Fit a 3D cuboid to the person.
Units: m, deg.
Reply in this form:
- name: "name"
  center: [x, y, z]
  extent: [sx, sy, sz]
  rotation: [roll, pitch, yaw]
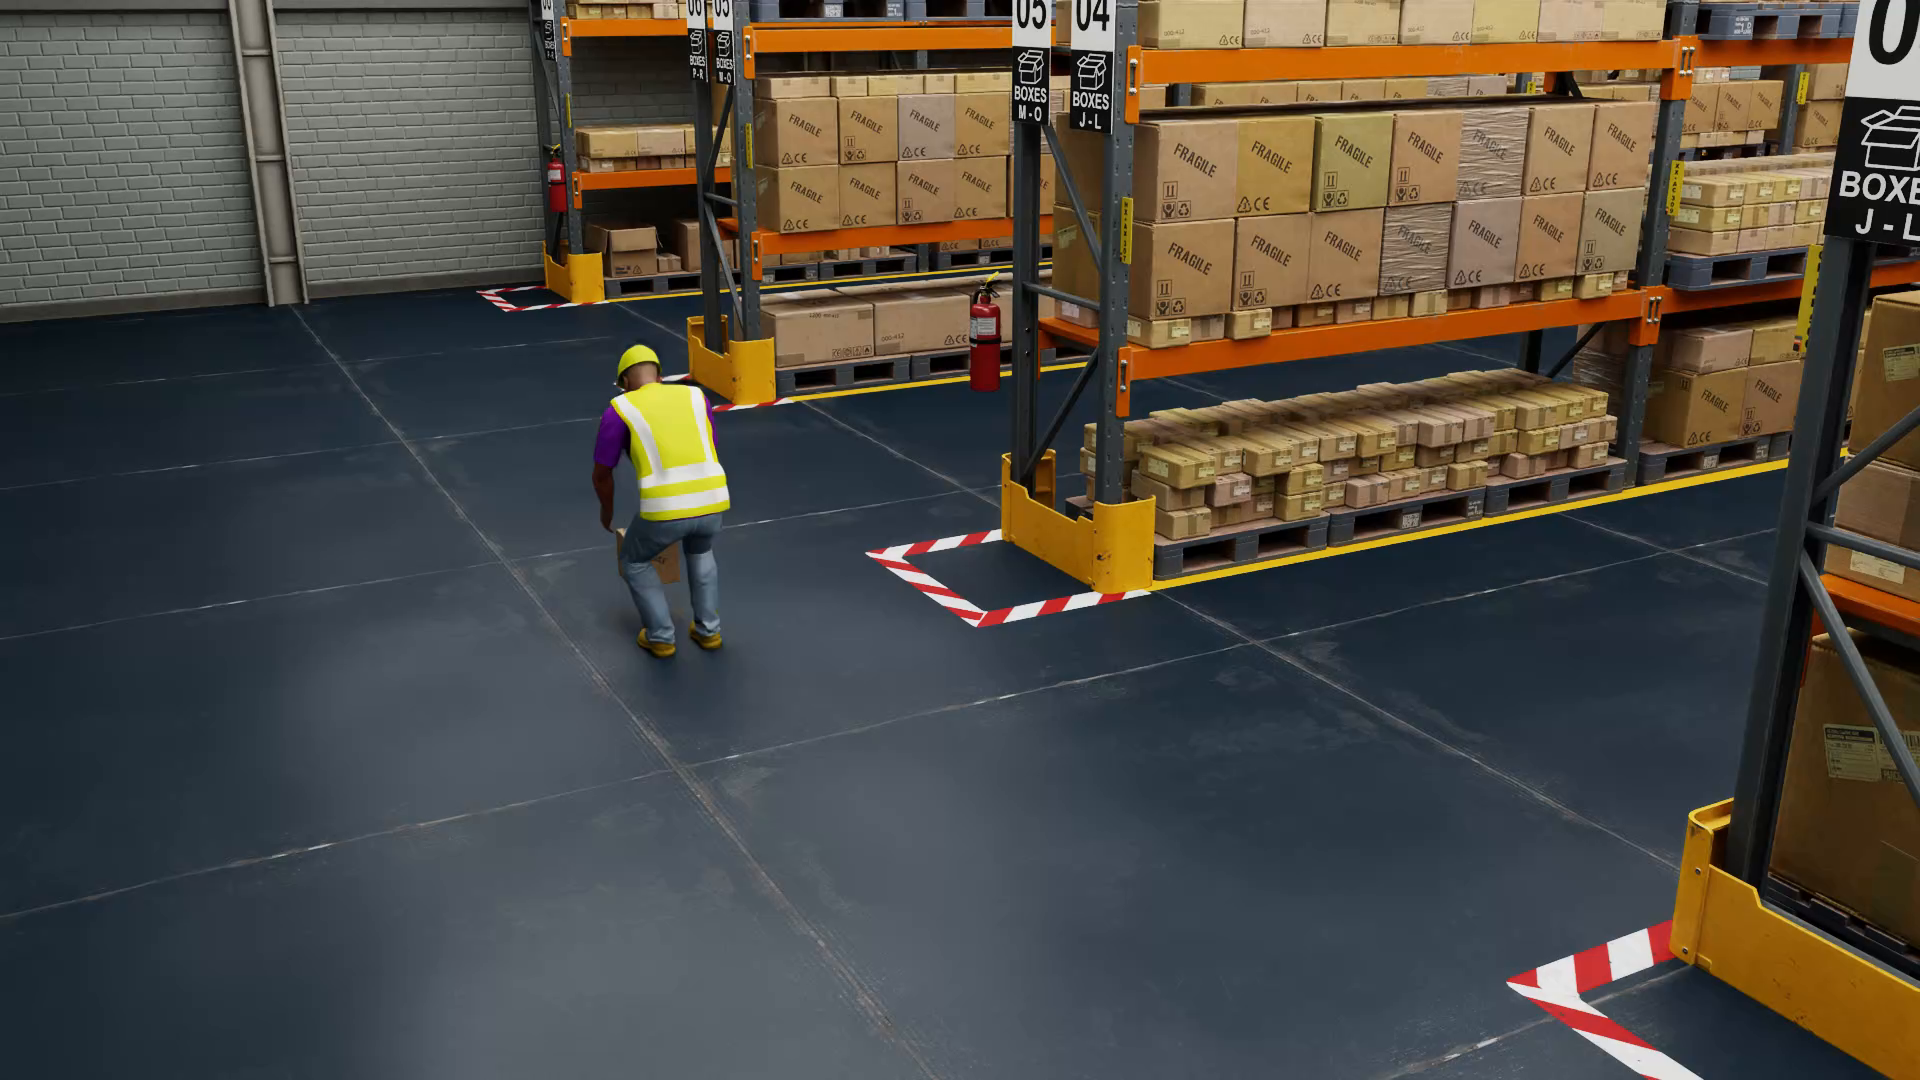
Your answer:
- name: "person"
  center: [-1.436, -0.180, 8.047]
  extent: [0.630, 1.462, 0.727]
  rotation: [-10, 21, -26]
